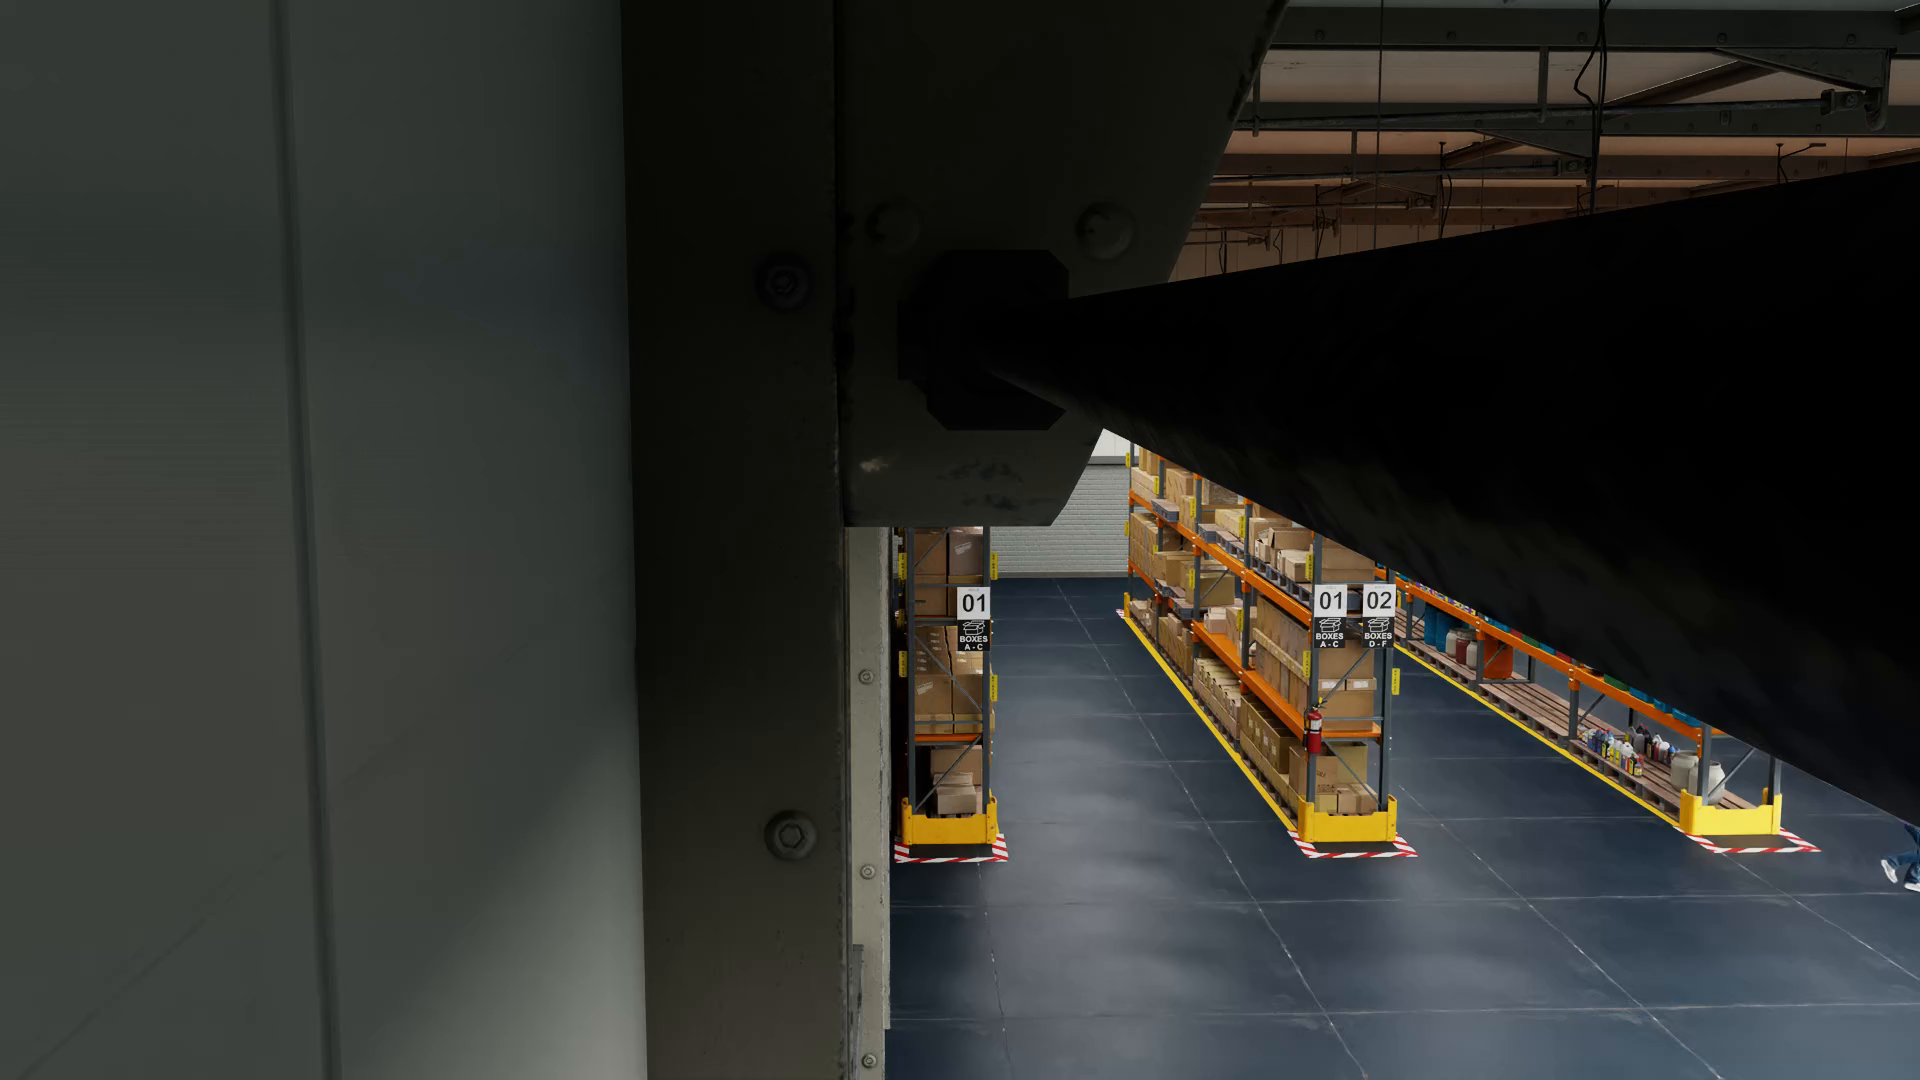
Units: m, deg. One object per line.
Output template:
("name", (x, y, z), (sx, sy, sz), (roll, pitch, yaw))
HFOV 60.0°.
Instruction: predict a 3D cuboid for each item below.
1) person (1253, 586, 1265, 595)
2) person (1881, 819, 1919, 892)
("person", (6.227, 1.107, 33.699), (0.698, 1.778, 1.050), (-1, 7, -5))
("person", (10.716, 3.176, 18.722), (0.539, 1.574, 0.559), (4, 8, 30))
